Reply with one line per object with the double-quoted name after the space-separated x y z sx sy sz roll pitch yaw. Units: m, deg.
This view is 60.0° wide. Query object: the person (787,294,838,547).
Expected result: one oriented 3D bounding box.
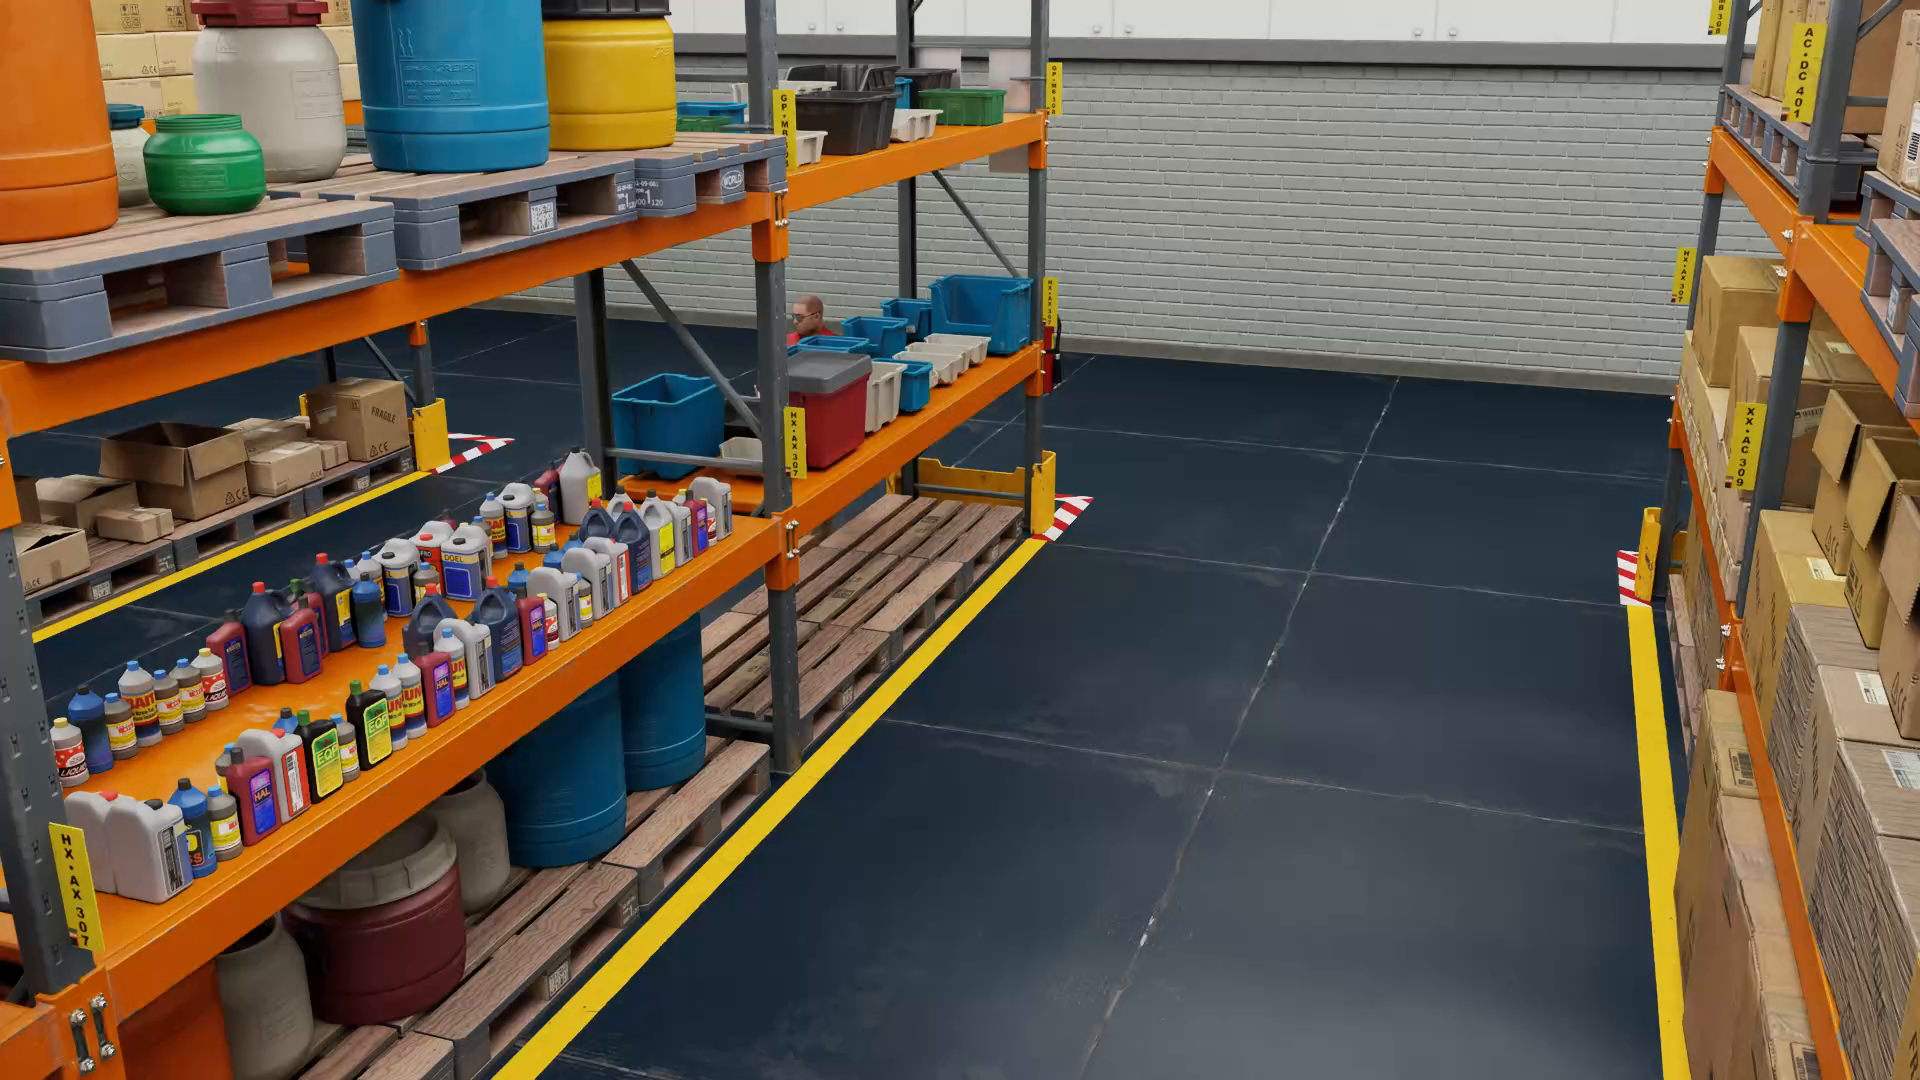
-0.923 -0.680 10.681 0.502 1.782 0.688 0 19 -1 "person"
